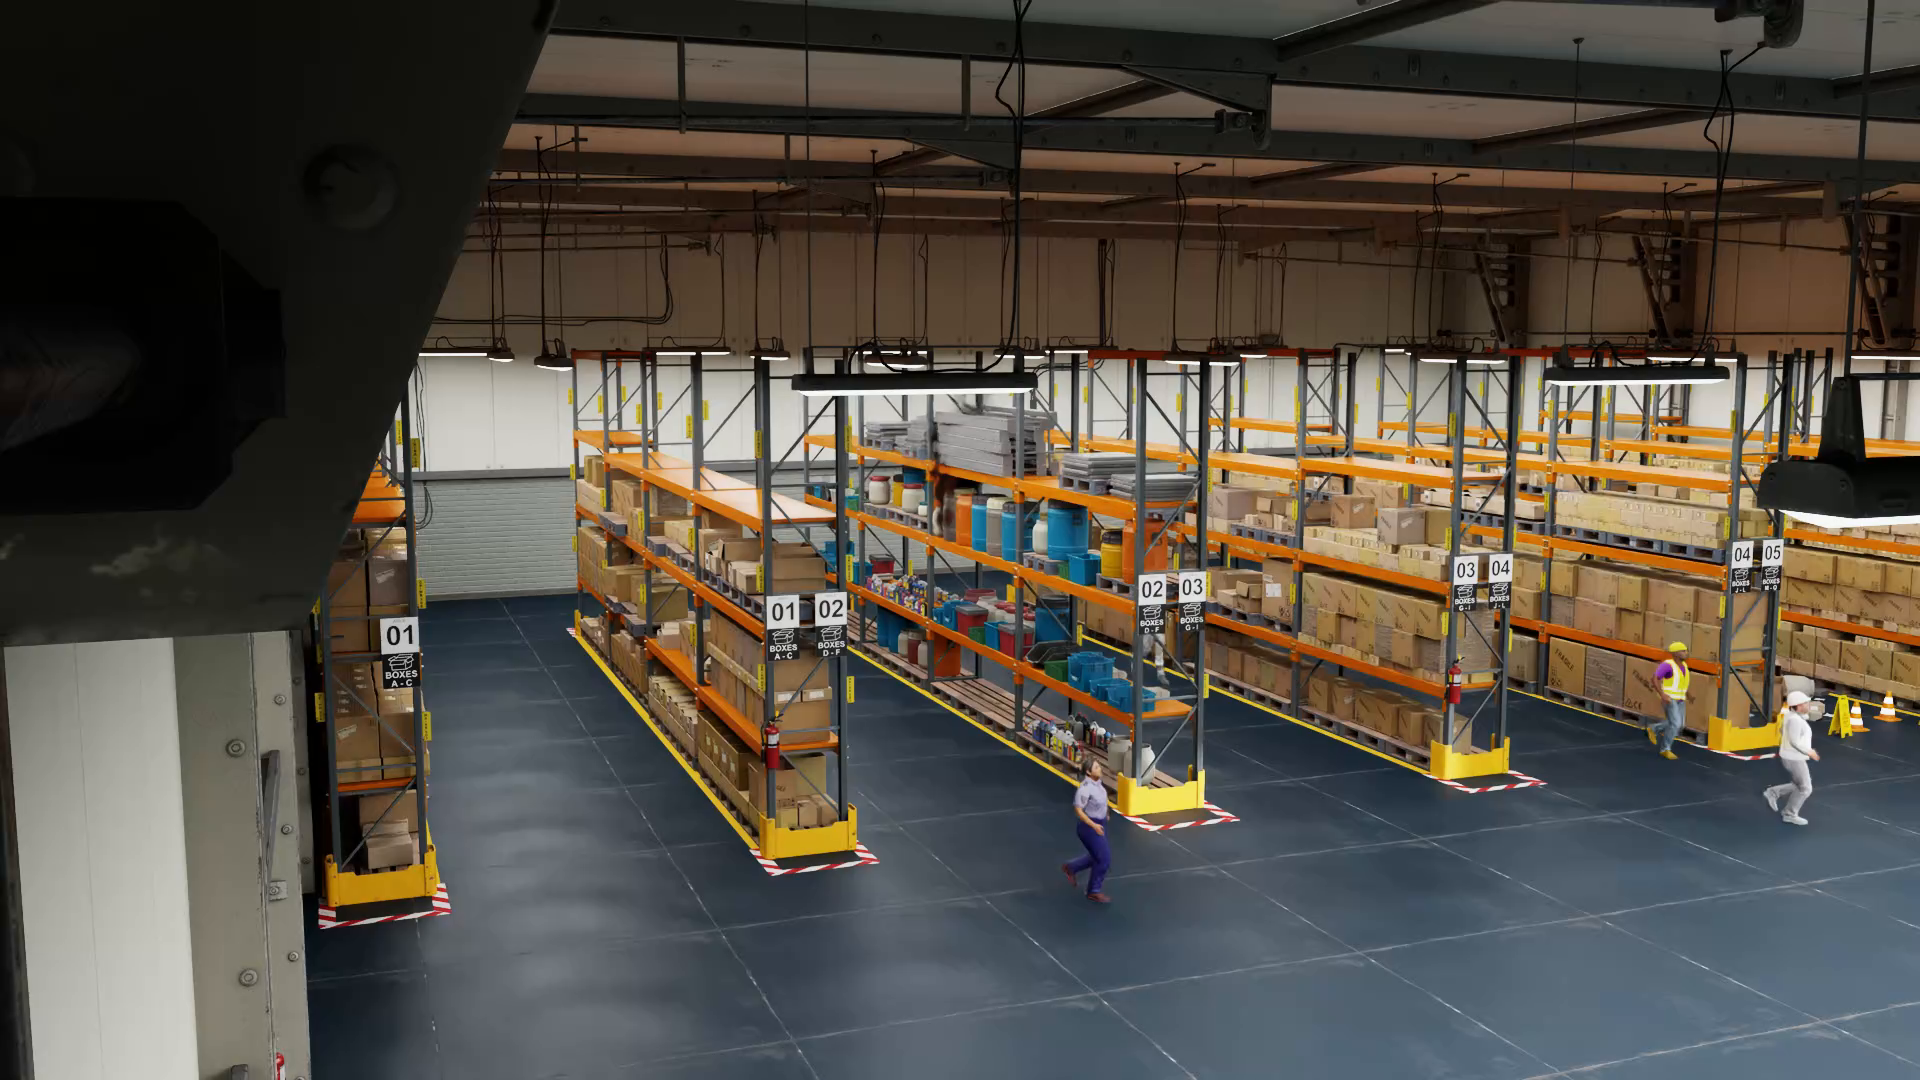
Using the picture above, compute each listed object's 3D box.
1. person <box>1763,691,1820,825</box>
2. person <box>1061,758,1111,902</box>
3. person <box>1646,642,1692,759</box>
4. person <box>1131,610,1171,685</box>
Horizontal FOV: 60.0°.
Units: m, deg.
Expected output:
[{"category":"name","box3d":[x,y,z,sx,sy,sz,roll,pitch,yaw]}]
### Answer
[{"category":"person","box3d":[10.785,2.806,21.550,0.612,1.731,0.684,3,8,20]},{"category":"person","box3d":[1.419,3.237,18.641,0.585,1.625,0.582,2,7,14]},{"category":"person","box3d":[10.703,2.384,25.070,0.743,1.708,0.650,-4,8,-32]},{"category":"person","box3d":[3.357,1.555,28.928,0.669,1.804,0.911,-3,8,-26]}]
